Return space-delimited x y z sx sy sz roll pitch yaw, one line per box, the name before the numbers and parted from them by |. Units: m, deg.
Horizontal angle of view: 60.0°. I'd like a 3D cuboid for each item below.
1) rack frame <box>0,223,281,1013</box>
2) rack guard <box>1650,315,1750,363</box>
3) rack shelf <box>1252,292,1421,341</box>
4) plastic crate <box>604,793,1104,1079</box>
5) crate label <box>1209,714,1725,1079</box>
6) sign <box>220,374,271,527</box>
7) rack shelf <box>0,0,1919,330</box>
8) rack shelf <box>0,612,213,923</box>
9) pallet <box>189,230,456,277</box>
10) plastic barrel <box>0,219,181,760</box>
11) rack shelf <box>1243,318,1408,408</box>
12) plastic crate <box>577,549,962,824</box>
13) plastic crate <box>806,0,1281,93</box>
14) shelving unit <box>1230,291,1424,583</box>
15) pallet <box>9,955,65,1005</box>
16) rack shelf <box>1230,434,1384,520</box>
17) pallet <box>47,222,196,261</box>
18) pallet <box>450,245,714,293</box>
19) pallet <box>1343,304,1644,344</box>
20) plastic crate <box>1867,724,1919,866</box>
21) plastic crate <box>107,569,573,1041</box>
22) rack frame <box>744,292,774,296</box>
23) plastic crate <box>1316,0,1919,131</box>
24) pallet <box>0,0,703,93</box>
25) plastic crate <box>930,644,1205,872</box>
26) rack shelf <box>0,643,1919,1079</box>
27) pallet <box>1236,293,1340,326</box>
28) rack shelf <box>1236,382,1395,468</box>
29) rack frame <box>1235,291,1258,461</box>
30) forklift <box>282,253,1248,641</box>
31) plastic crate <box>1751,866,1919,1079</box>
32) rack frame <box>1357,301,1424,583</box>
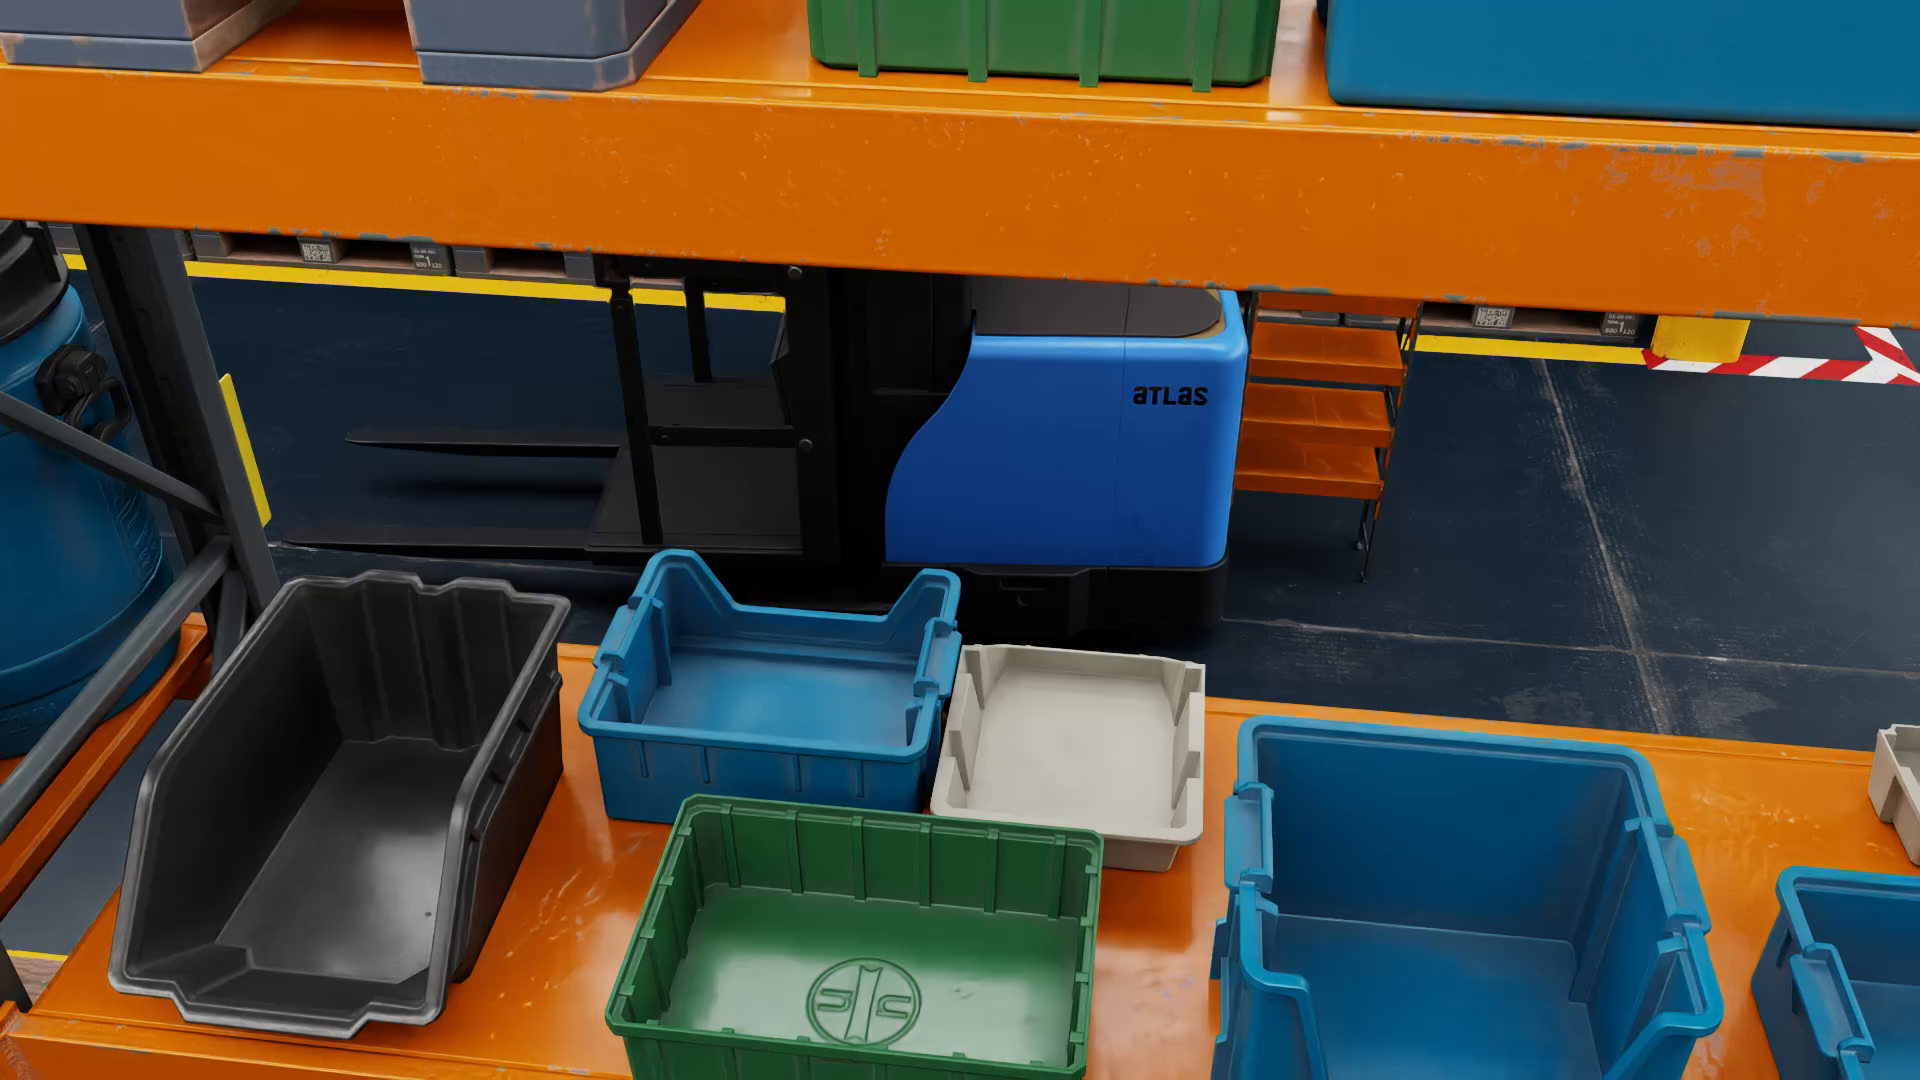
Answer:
rack frame | -1.444 0.280 2.775 0.127 3.000 1.000 4 36 6
rack guard | 3.079 -1.266 7.093 0.348 0.500 1.175 4 36 6
rack shelf | 1.141 -0.751 5.084 0.480 0.148 0.258 4 36 4
plastic crate | -0.134 0.629 2.468 0.662 0.188 0.450 4 36 6
crate label | 0.663 0.581 2.323 0.616 0.435 0.502 4 36 6
sign | -1.363 -0.149 3.138 0.005 0.325 0.100 4 36 6
rack shelf | 0.539 -0.500 1.906 4.000 0.370 1.077 4 36 6
rack shelf | -3.428 0.425 3.192 4.000 0.370 1.077 4 36 6
pallet | -2.799 -1.584 7.788 1.213 0.211 1.003 4 36 6
plastic barrel | -1.789 -0.127 2.914 0.708 0.901 0.600 4 36 6
rack shelf | 1.136 -0.559 5.222 0.480 0.148 0.258 4 36 4
plastic crate | -0.312 0.266 2.923 0.616 0.251 0.499 4 36 6
plastic crate | 0.086 -0.581 1.582 0.450 0.188 0.336 4 36 6
shelving unit | 1.133 -0.432 5.313 0.503 1.200 0.258 4 36 4
pallet | -2.228 1.379 3.636 1.213 0.211 1.003 4 36 6
rack shelf | 1.128 -0.216 5.468 0.480 0.148 0.258 4 36 4
pallet | -4.006 -1.676 7.917 1.213 0.211 1.003 4 36 6
pallet | -1.586 -1.496 7.664 1.213 0.211 1.003 4 36 6
pallet | 2.277 -1.229 7.290 1.213 0.211 1.003 4 36 6
plastic crate | 1.677 0.432 2.790 0.250 0.136 0.298 4 36 6
plastic crate | -0.941 0.417 2.637 0.504 0.338 0.767 4 36 6
rack frame | -0.813 -2.574 6.774 0.127 3.000 1.000 4 36 6
plastic crate | 0.593 -0.606 1.449 0.575 0.384 0.392 4 36 6
pallet | -0.716 -0.867 1.963 1.003 0.211 1.213 4 36 6
plastic crate | 0.199 0.362 2.888 0.437 0.136 0.530 4 36 6
rack shelf | 0.539 0.721 2.777 4.000 0.370 1.077 4 36 6
pallet | 1.071 -1.321 7.419 1.213 0.211 1.003 4 36 6
rack shelf | 1.132 -0.377 5.352 0.480 0.148 0.258 4 36 4
rack frame | 0.891 -0.451 5.332 0.015 1.200 0.240 4 36 4
forklift | -0.665 -1.177 4.876 3.031 2.935 1.130 1 36 1
plastic crate | 1.345 0.721 2.286 0.408 0.251 0.499 4 36 6
rack frame | 1.376 -0.413 5.295 0.015 1.200 0.240 4 36 4
